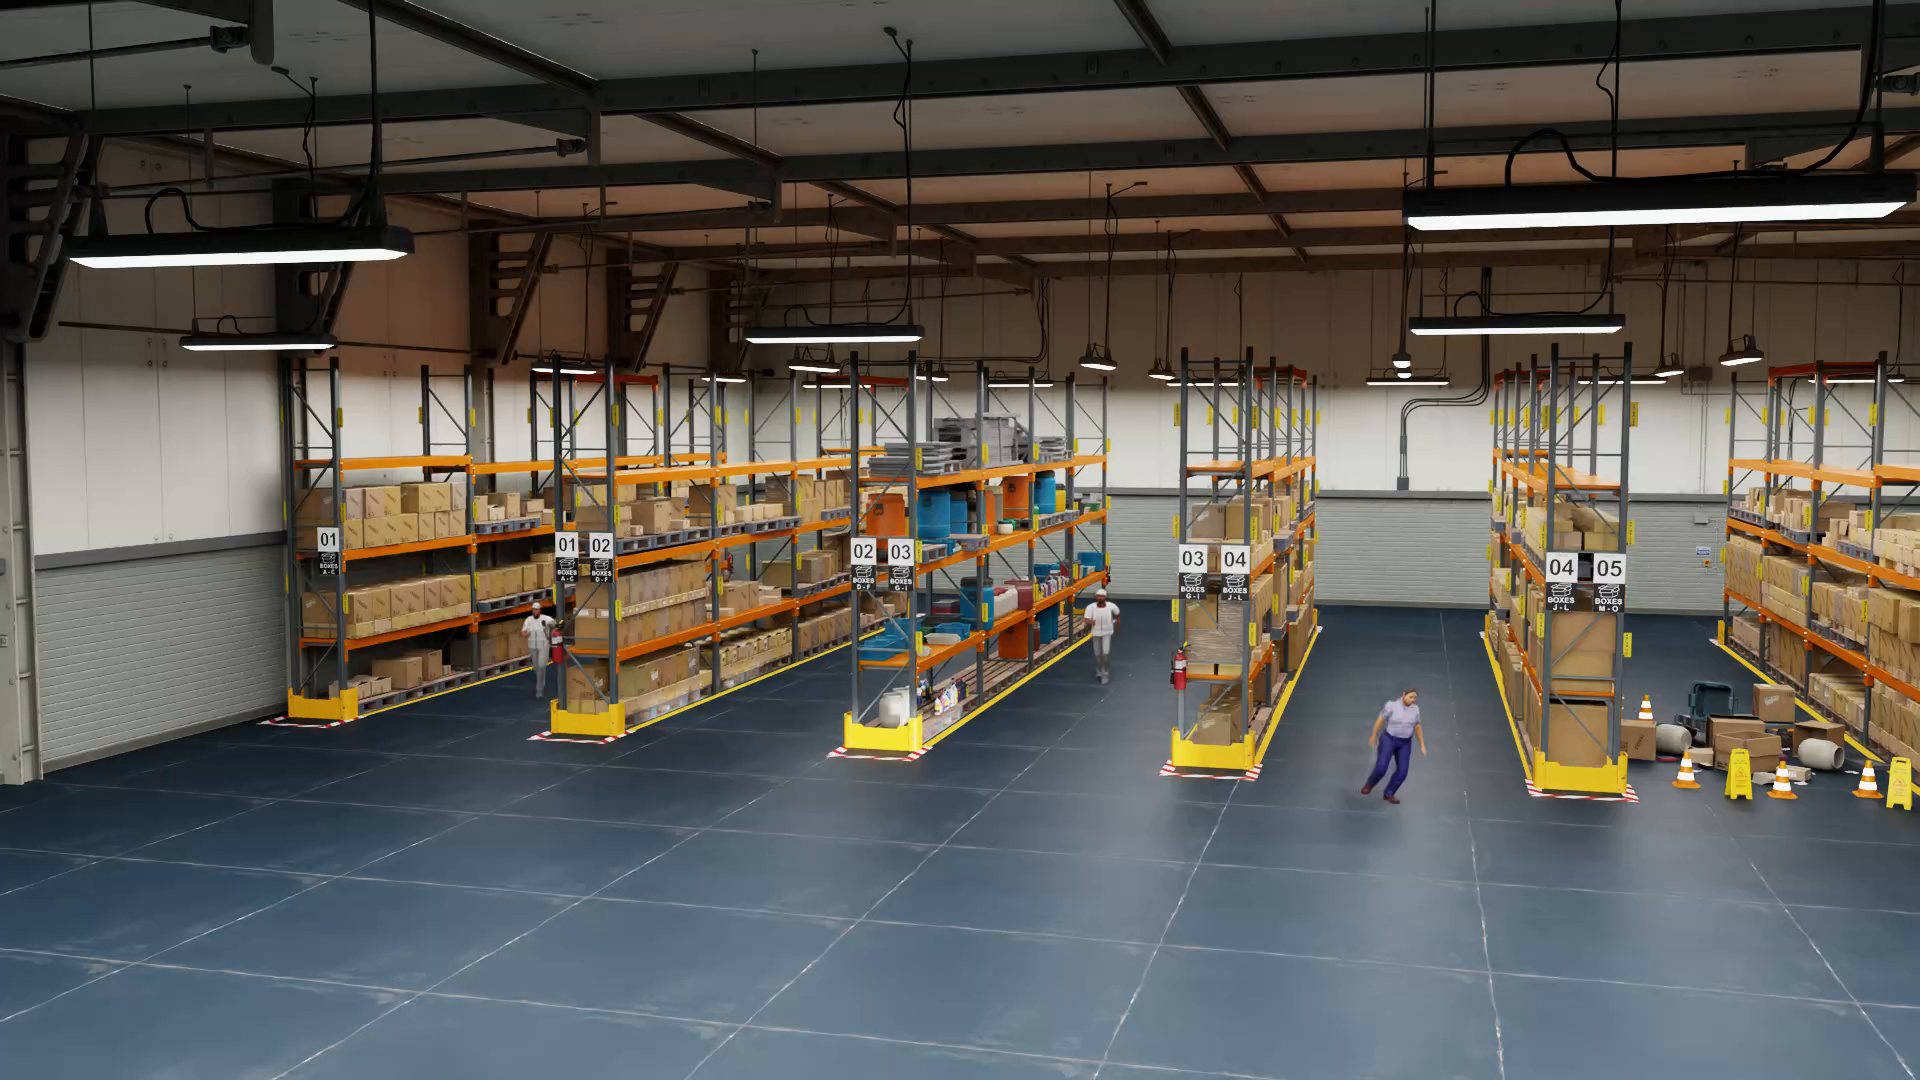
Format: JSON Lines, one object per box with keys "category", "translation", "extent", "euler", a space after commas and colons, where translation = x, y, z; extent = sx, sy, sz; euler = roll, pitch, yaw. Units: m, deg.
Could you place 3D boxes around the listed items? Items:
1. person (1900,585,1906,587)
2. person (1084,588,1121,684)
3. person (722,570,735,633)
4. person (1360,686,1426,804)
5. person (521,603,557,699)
{"category": "person", "translation": [18.974, 1.697, 33.231], "extent": [0.695, 1.742, 0.948], "euler": [-1, 4, -12]}
{"category": "person", "translation": [2.685, 1.816, 31.471], "extent": [0.677, 1.811, 0.826], "euler": [1, 4, 10]}
{"category": "person", "translation": [-5.034, 1.503, 36.180], "extent": [0.558, 1.745, 0.832], "euler": [2, 5, 21]}
{"category": "person", "translation": [5.623, 2.633, 21.564], "extent": [0.748, 1.565, 0.606], "euler": [0, 4, -7]}
{"category": "person", "translation": [-7.587, 1.971, 30.082], "extent": [0.597, 1.709, 0.901], "euler": [1, 4, 7]}
